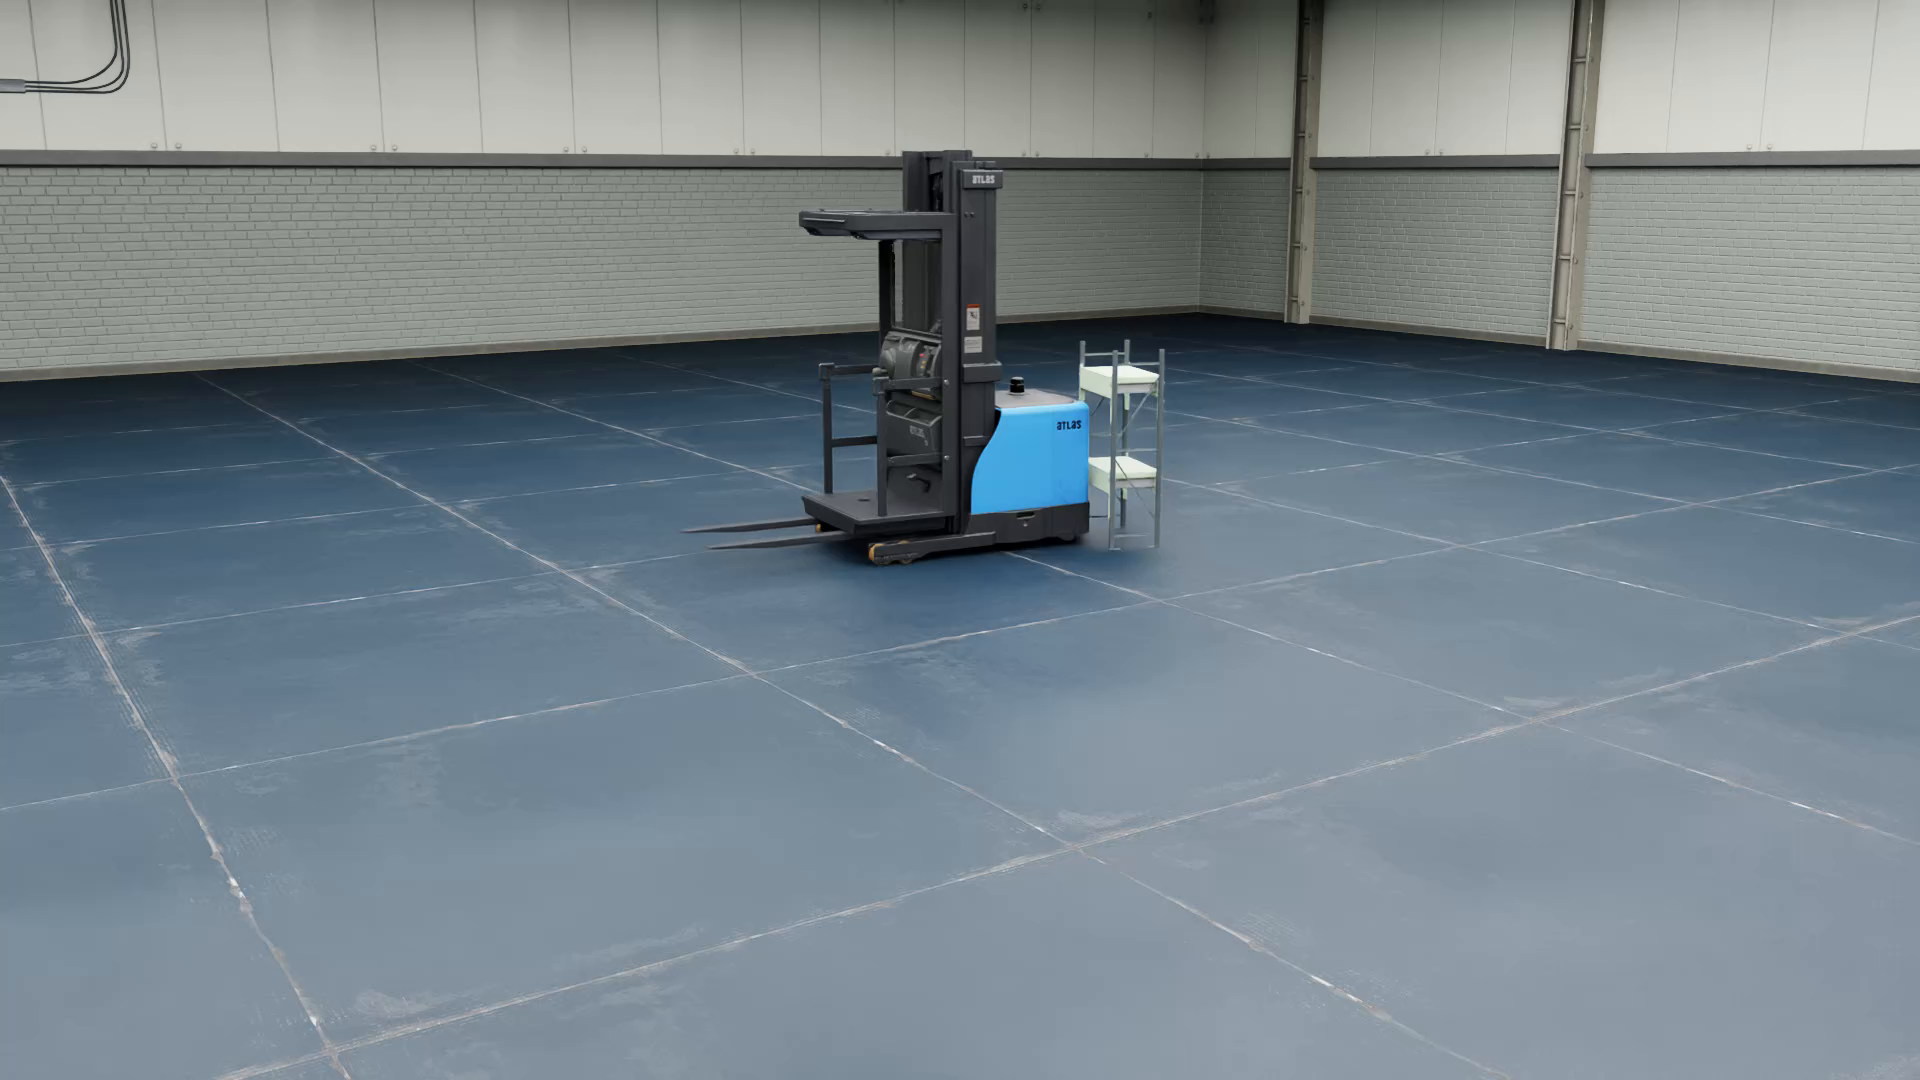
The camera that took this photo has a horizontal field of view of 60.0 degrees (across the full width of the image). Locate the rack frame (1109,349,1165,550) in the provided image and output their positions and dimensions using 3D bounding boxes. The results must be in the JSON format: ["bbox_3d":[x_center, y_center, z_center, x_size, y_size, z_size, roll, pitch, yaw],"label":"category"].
[{"bbox_3d":[1.317,-0.668,12.406,0.400,1.500,0.023,-3,13,-15],"label":"rack frame"}]

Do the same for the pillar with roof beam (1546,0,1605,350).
[{"bbox_3d":[6.223,-7.001,23.812,9.100,9.000,0.400,-8,15,-33],"label":"pillar with roof beam"}]

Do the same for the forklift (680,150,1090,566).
[{"bbox_3d":[-0.552,-1.370,12.266,3.031,2.935,1.130,-6,14,-27],"label":"forklift"}]

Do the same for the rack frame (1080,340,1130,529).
[{"bbox_3d":[1.128,-0.819,13.097,0.400,1.500,0.023,-3,13,-15],"label":"rack frame"}]

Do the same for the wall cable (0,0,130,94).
[{"bbox_3d":[-12.360,-8.312,21.846,2.305,6.003,0.169,-8,15,-33],"label":"wall cable"}]

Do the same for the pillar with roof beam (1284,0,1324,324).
[{"bbox_3d":[2.898,-8.068,28.691,9.100,9.000,0.400,-8,15,-33],"label":"pillar with roof beam"}]

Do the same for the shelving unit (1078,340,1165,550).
[{"bbox_3d":[1.223,-0.744,12.751,0.431,1.500,0.755,-3,13,-15],"label":"shelving unit"}]

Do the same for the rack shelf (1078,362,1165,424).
[{"bbox_3d":[1.223,-1.125,12.668,0.431,0.370,0.720,-3,13,-15],"label":"rack shelf"}]

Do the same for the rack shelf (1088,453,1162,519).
[{"bbox_3d":[1.222,-0.425,12.821,0.431,0.370,0.720,-3,13,-15],"label":"rack shelf"}]
